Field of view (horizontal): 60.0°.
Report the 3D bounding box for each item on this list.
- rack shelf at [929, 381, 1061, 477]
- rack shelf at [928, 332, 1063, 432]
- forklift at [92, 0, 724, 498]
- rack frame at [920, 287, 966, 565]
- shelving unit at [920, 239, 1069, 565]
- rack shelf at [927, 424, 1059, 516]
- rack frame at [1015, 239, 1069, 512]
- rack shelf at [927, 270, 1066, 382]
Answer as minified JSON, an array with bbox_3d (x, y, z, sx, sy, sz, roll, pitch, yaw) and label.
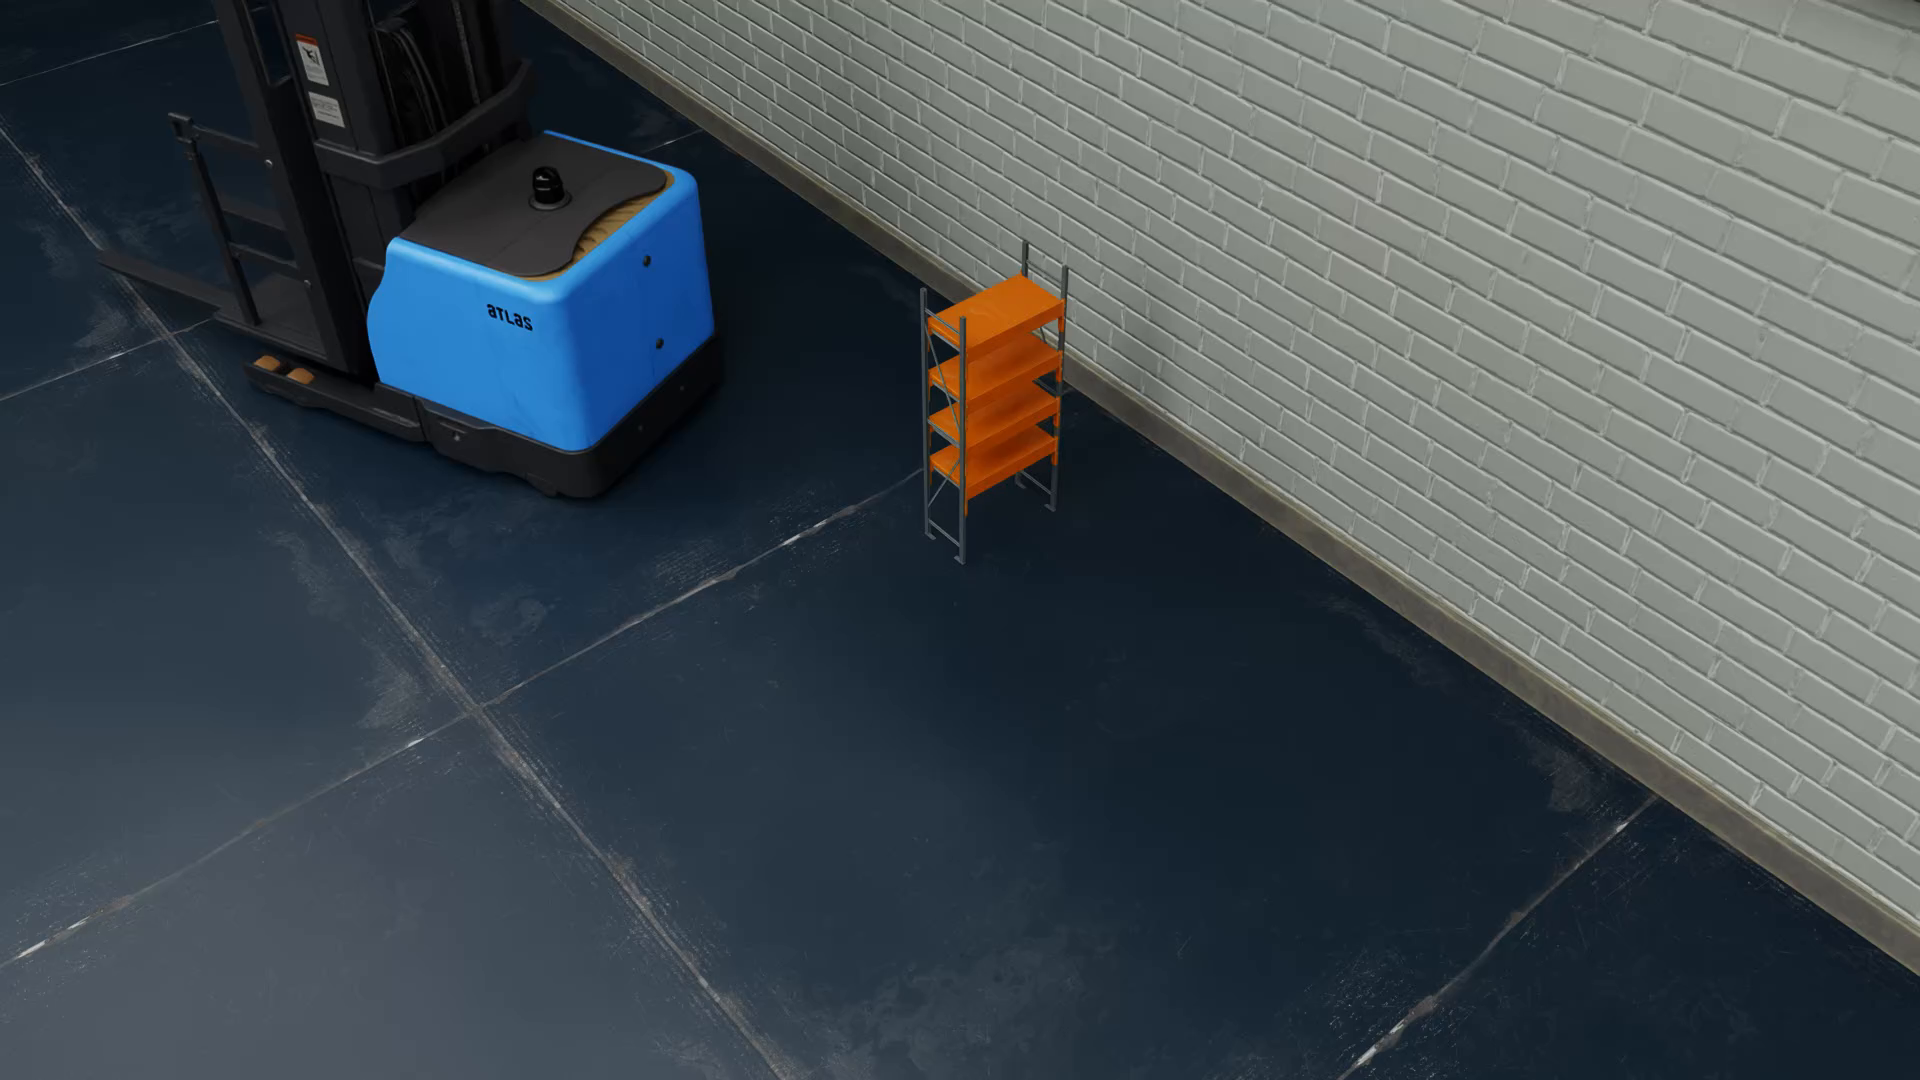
[{"bbox_3d":[0.127,-0.461,6.463,0.480,0.148,0.258,-30,51,-28],"label":"rack shelf"},{"bbox_3d":[0.127,-0.624,6.310,0.480,0.148,0.258,-30,51,-28],"label":"rack shelf"},{"bbox_3d":[-2.605,-1.962,6.699,3.031,2.935,1.130,20,47,20],"label":"forklift"},{"bbox_3d":[-0.060,-0.403,6.303,0.015,1.200,0.240,-30,51,-28],"label":"rack frame"},{"bbox_3d":[0.127,-0.510,6.417,0.503,1.200,0.258,-30,51,-28],"label":"shelving unit"},{"bbox_3d":[0.127,-0.316,6.599,0.480,0.148,0.258,-30,51,-28],"label":"rack shelf"},{"bbox_3d":[0.314,-0.617,6.531,0.015,1.200,0.240,-30,51,-28],"label":"rack frame"},{"bbox_3d":[0.127,-0.796,6.148,0.480,0.148,0.258,-30,51,-28],"label":"rack shelf"}]
